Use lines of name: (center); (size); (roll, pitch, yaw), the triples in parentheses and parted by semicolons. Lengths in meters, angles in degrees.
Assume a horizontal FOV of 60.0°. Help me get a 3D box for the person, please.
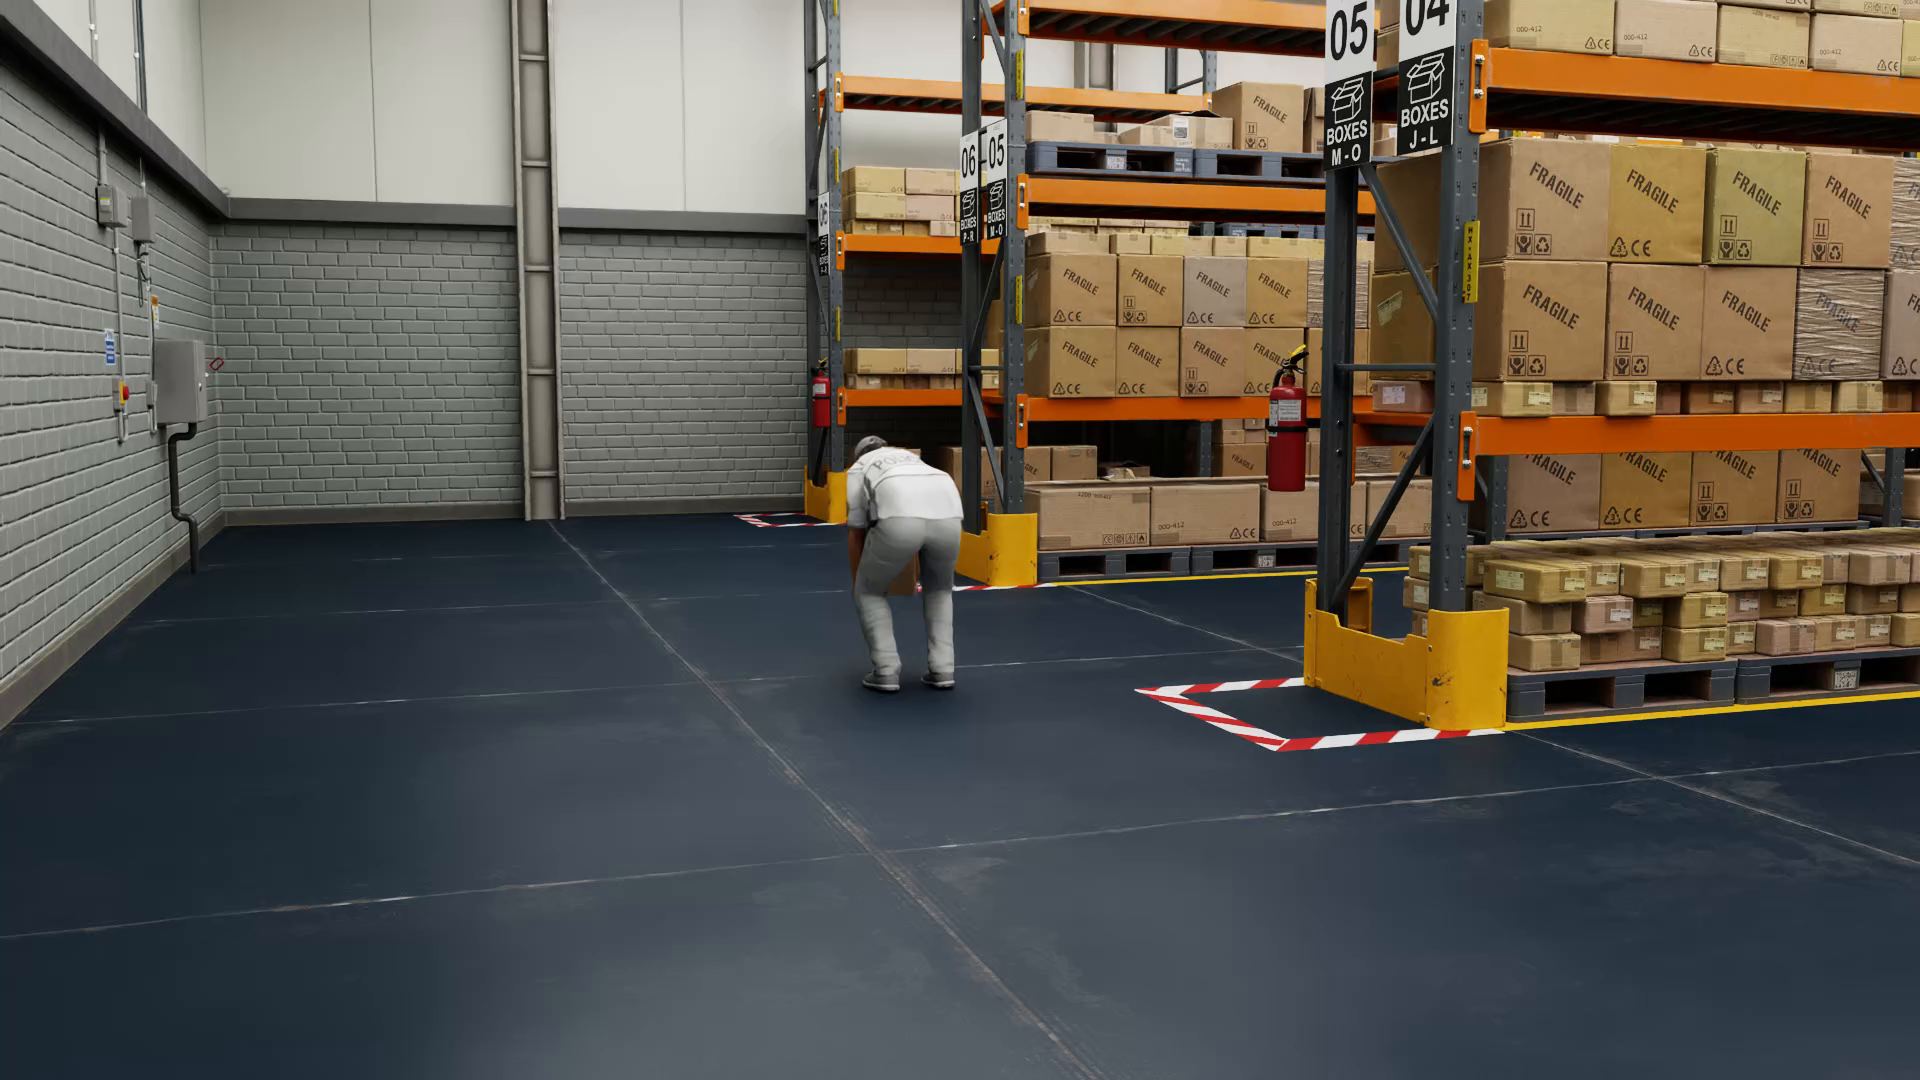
person: (-0.299, 0.100, 8.004); (0.488, 1.176, 0.916); (-2, 6, -21)
